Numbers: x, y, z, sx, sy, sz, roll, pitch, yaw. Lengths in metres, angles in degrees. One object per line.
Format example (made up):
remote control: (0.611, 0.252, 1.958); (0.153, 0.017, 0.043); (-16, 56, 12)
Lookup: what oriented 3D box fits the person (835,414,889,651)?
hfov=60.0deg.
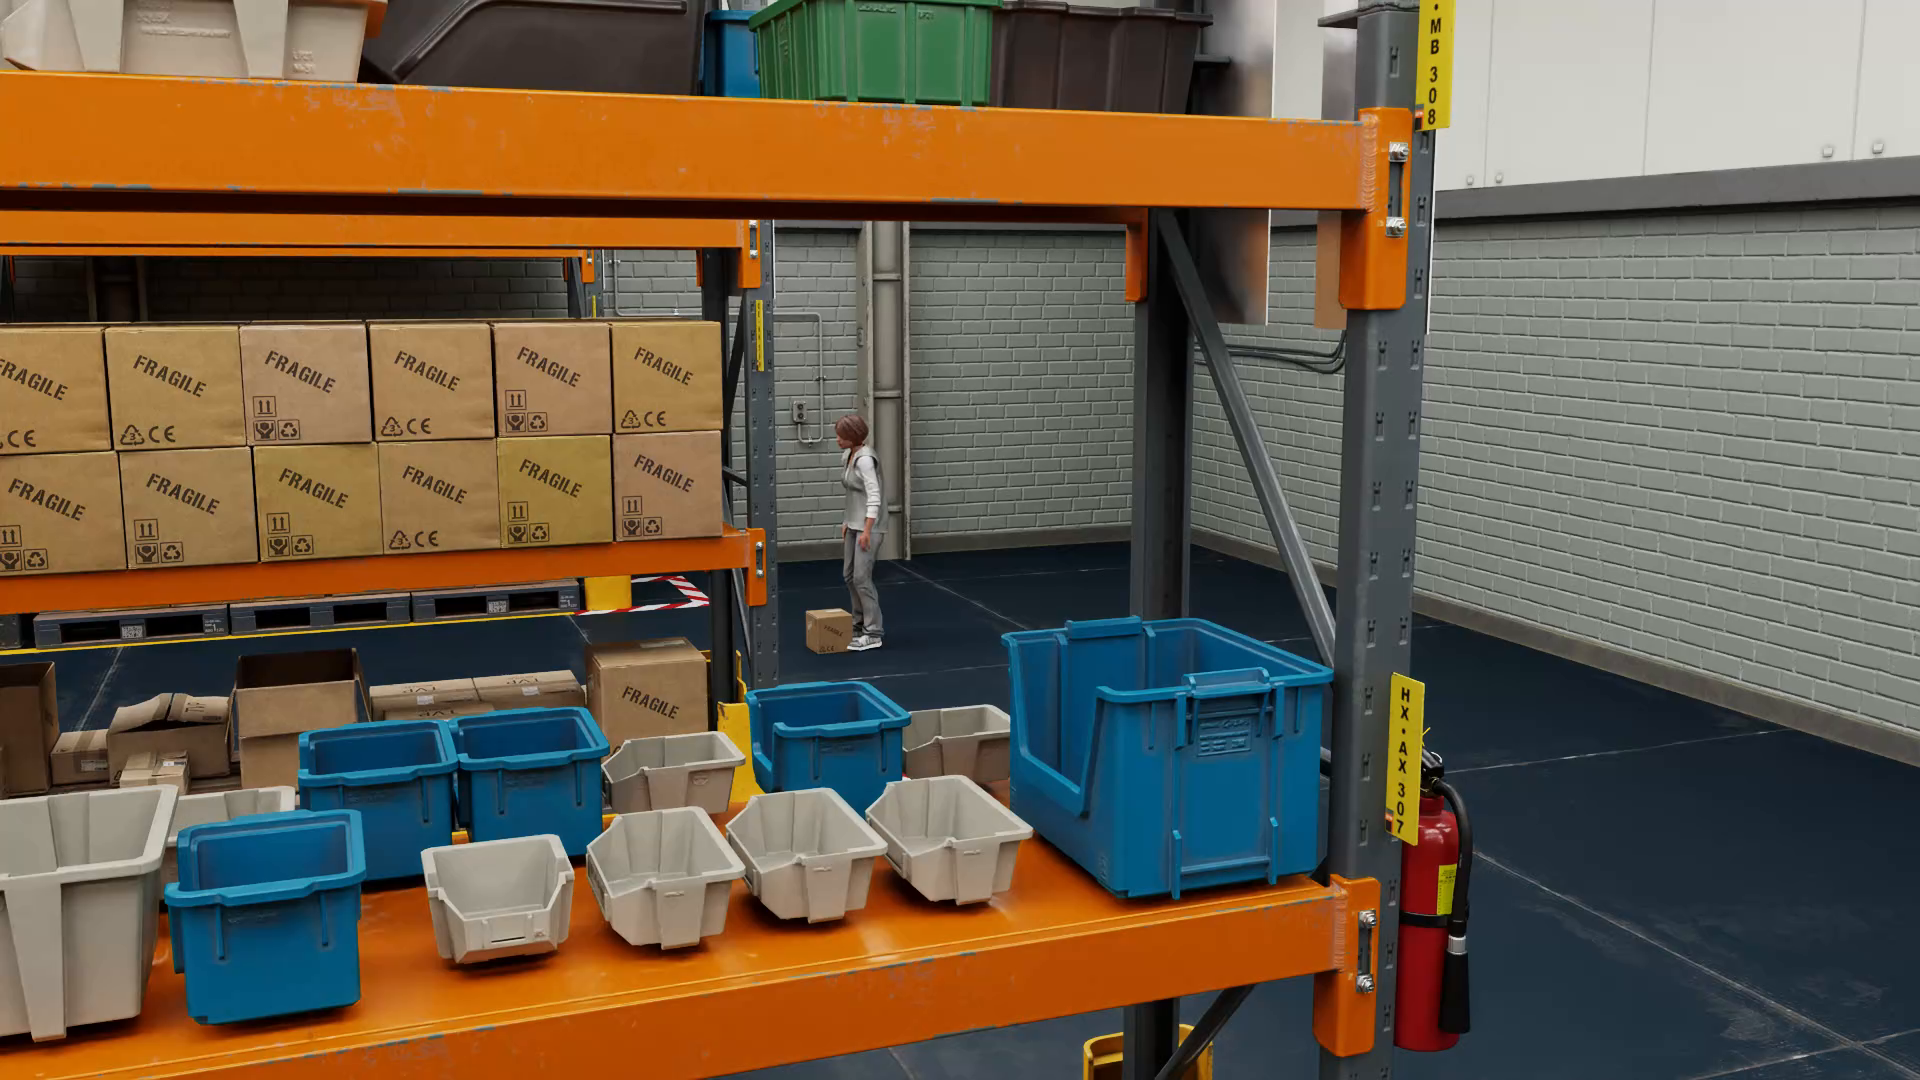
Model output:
person: (-0.674, -0.060, 11.274); (0.349, 1.593, 0.466); (-4, 10, -21)
